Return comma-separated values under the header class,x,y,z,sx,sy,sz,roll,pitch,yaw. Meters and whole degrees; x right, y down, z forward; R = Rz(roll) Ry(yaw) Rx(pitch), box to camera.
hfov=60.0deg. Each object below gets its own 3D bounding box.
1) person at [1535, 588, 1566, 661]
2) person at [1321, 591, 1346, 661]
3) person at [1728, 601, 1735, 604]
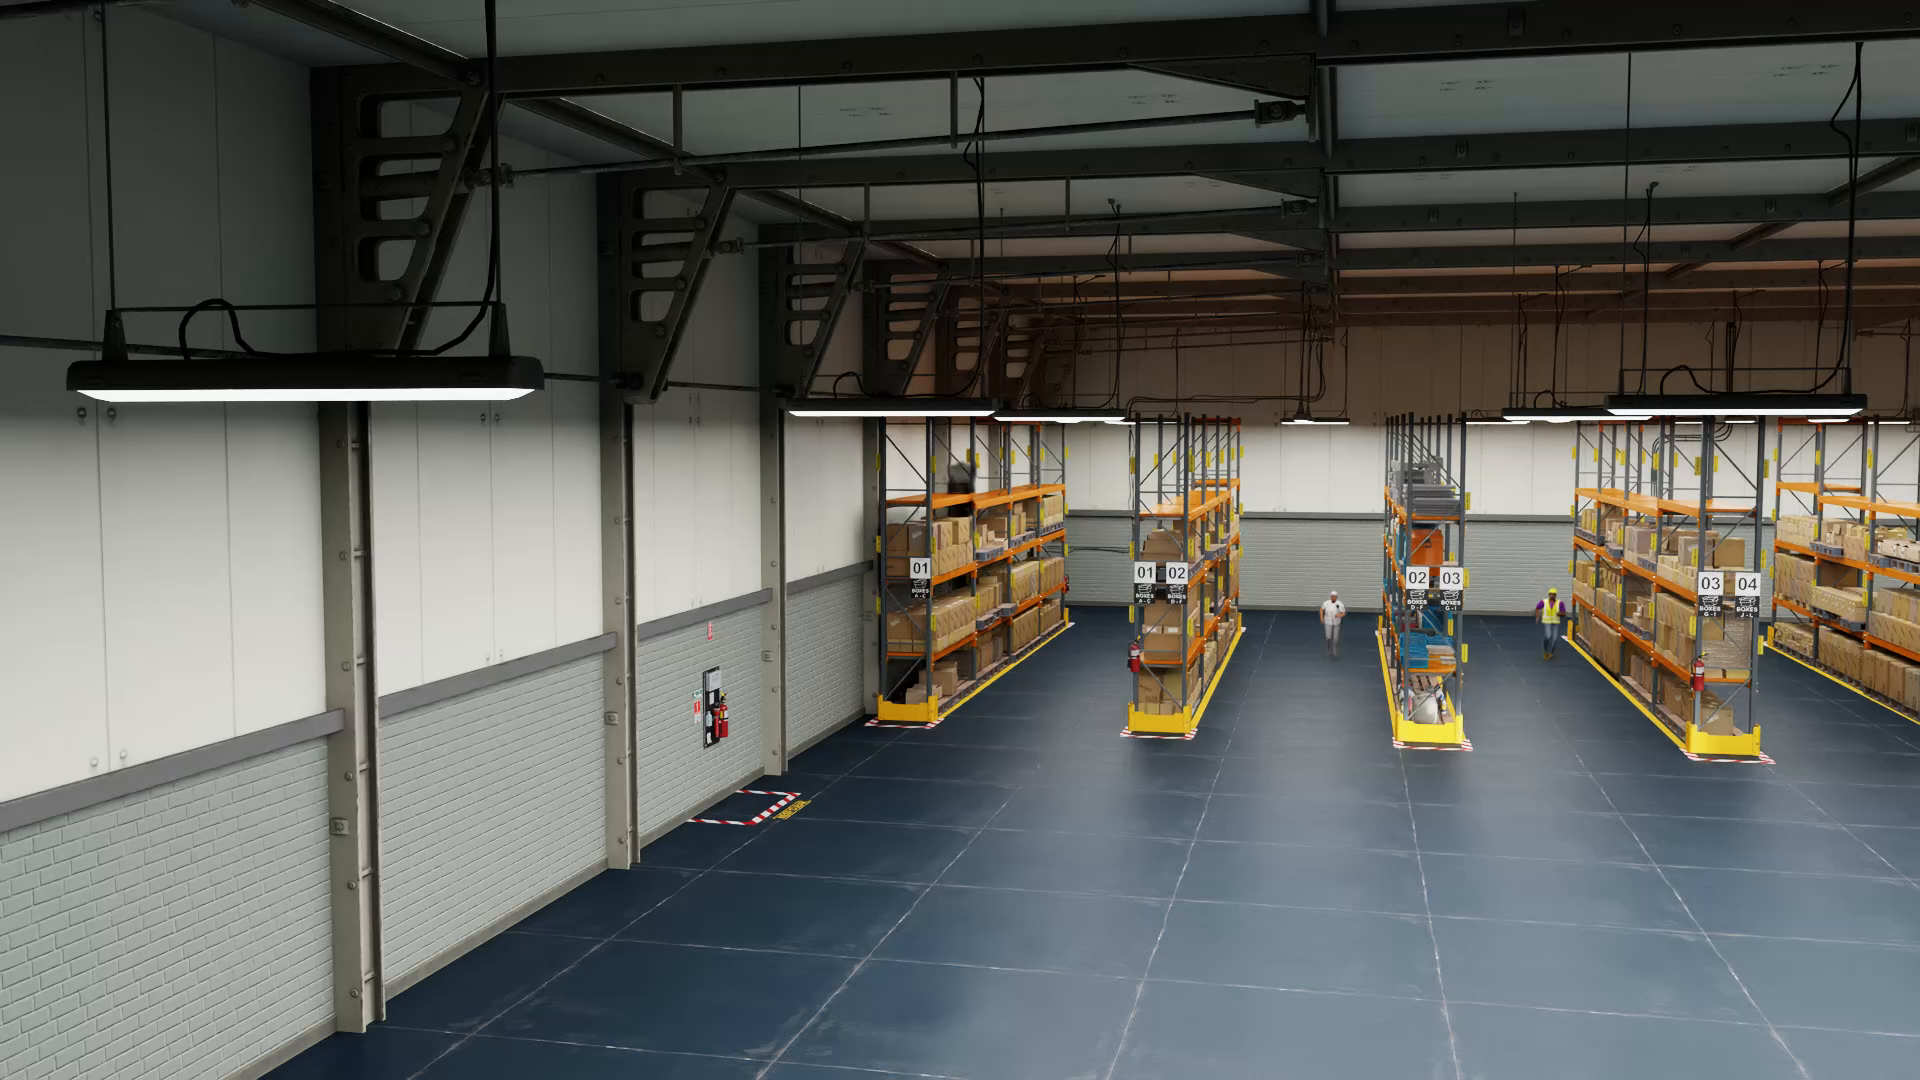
class,x,y,z,sx,sy,sz,roll,pitch,yaw
person,14.530,2.083,40.864,0.662,1.787,0.724,1,4,7
person,9.225,2.123,41.104,0.610,1.732,0.761,1,4,13
person,18.626,2.109,40.421,0.689,1.780,0.844,1,4,13
